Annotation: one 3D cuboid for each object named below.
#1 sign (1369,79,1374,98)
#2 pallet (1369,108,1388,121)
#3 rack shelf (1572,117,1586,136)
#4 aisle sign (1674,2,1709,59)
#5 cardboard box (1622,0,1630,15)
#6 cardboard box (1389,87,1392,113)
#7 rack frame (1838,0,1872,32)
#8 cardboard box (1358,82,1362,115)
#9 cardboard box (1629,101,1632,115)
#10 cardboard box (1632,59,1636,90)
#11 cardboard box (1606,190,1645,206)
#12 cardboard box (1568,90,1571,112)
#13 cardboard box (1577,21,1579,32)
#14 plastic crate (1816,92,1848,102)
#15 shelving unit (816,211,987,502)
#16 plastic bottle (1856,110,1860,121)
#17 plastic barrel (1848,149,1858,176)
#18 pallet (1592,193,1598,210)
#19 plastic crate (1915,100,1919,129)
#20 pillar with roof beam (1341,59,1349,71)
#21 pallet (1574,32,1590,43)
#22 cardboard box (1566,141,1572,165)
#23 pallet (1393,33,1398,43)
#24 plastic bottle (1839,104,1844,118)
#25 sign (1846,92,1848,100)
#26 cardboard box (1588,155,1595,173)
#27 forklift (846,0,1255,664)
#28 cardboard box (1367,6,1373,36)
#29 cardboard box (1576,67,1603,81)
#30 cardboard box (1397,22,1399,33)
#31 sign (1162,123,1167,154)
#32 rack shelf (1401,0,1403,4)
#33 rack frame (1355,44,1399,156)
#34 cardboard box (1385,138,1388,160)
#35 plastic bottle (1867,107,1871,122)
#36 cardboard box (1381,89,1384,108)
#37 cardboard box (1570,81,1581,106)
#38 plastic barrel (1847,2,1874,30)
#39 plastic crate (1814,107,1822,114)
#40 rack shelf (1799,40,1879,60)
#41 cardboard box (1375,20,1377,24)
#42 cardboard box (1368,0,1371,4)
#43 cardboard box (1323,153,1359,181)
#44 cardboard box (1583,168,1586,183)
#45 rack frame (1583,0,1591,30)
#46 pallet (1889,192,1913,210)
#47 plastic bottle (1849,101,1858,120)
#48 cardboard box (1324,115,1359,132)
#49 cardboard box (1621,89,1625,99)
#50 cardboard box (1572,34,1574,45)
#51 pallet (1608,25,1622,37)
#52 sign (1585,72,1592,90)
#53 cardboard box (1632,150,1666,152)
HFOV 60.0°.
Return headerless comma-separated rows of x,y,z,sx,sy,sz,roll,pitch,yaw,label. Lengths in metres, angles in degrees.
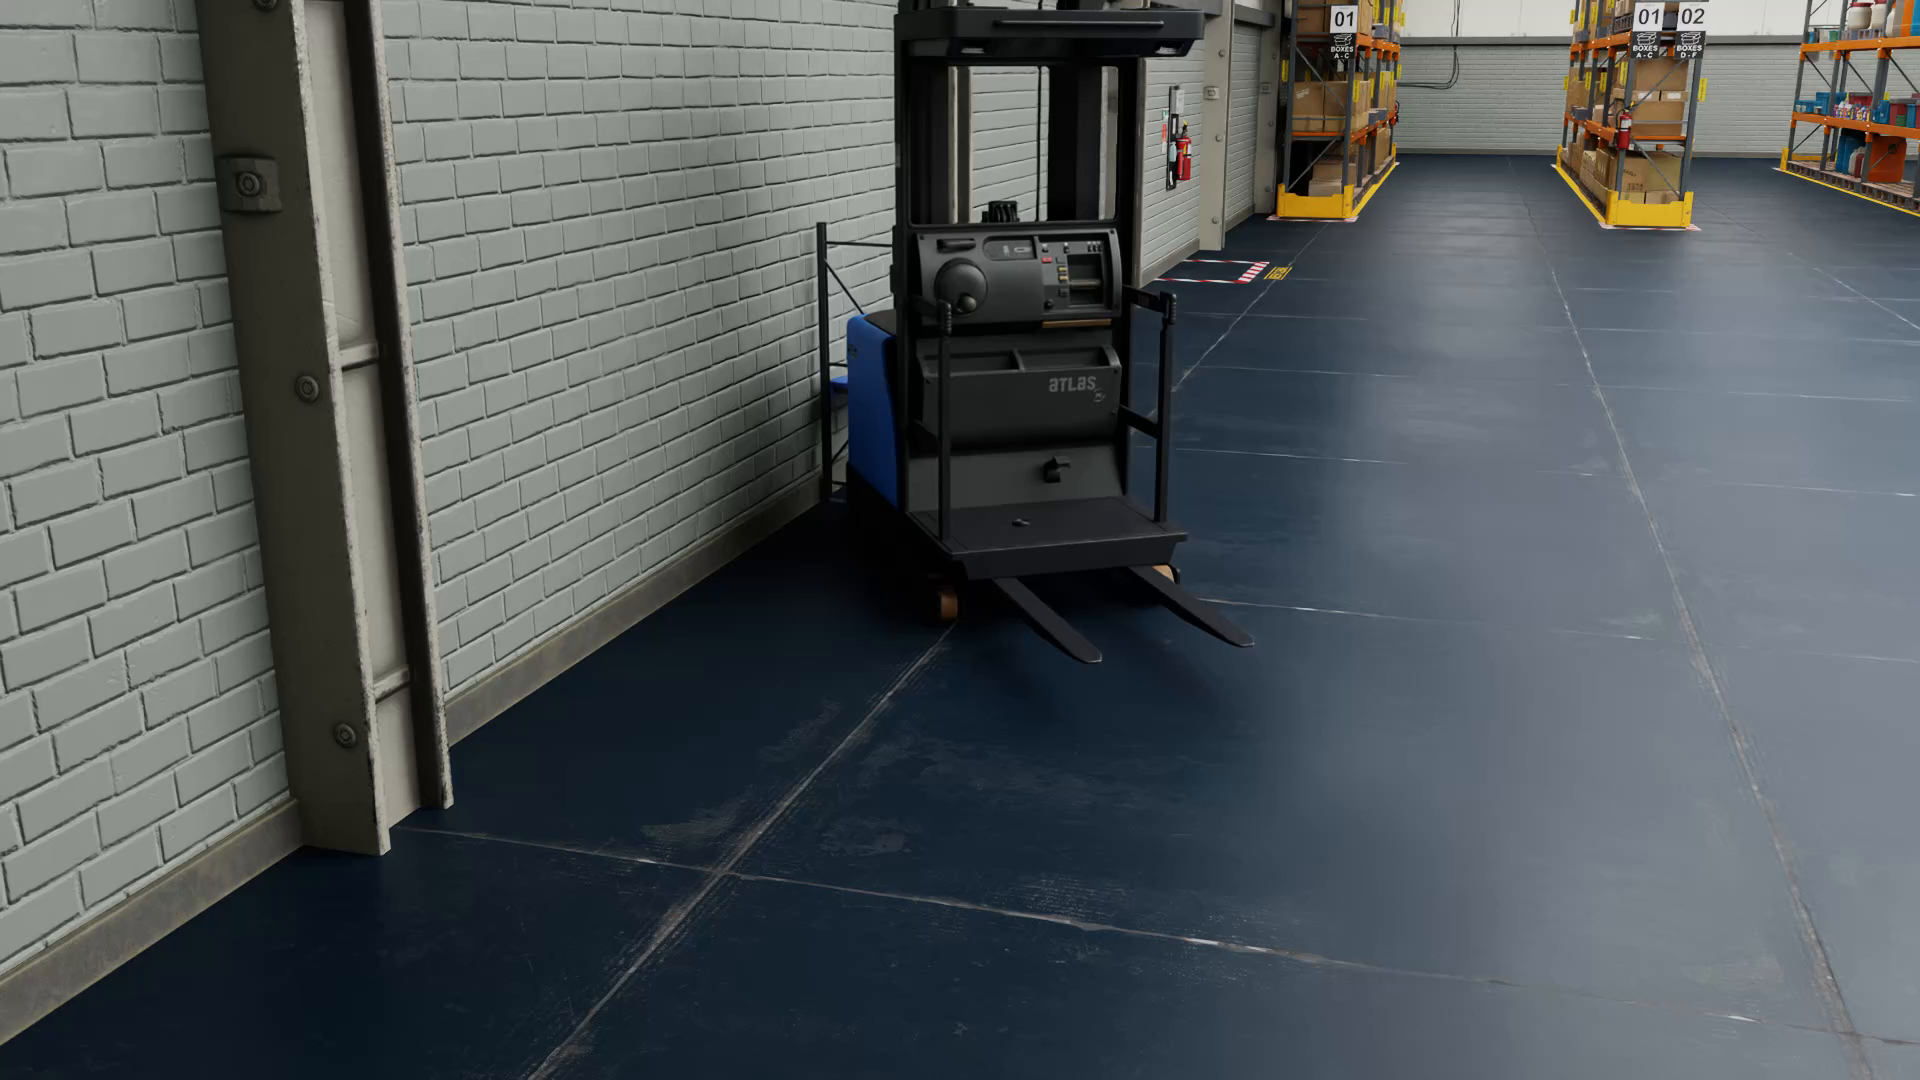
7.280,-8.010,29.487,0.100,0.325,0.005,5,16,16,sign
7.794,-8.394,32.776,1.213,0.211,1.003,5,16,16,pallet
13.214,-8.474,34.028,1.077,0.370,4.000,5,16,16,rack shelf
10.647,-7.414,24.207,0.394,0.787,0.004,5,16,16,aisle sign
10.604,-8.341,25.880,0.500,0.311,0.500,7,17,22,cardboard box
9.414,-10.203,38.253,0.980,0.700,0.700,4,16,14,cardboard box
18.530,-11.845,33.599,1.000,3.000,0.127,5,16,16,rack frame
6.195,-7.116,26.784,0.500,0.500,0.500,5,16,16,cardboard box
10.661,-6.511,25.606,0.700,0.500,0.500,5,17,17,cardboard box
10.676,-7.150,25.478,0.700,0.500,0.500,4,16,14,cardboard box
10.241,-5.247,25.600,0.500,0.250,0.500,5,16,16,cardboard box
14.253,-10.076,38.174,0.500,0.500,0.500,5,16,16,cardboard box
14.092,-11.495,37.223,0.500,0.250,0.500,5,16,16,cardboard box
19.751,-9.949,37.734,0.616,0.435,0.499,5,16,16,plastic crate
-0.289,-1.036,9.233,0.538,1.500,1.048,8,18,26,shelving unit
17.409,-8.223,32.188,0.097,0.201,0.097,0,16,0,plastic bottle
17.912,-7.497,33.053,0.421,0.512,0.421,0,16,0,plastic barrel
11.242,-5.705,28.054,1.003,0.211,1.213,5,16,16,pallet
16.101,-7.047,27.560,0.402,0.464,0.583,5,16,16,plastic crate
14.234,-14.099,41.547,9.100,9.000,0.400,5,16,16,pillar with roof beam
13.529,-10.531,34.809,1.213,0.211,1.003,5,16,16,pallet
13.672,-8.524,36.659,0.500,0.500,0.500,5,16,16,cardboard box
9.623,-11.659,38.602,1.003,0.211,1.213,5,16,16,pallet
17.870,-8.681,33.675,0.097,0.271,0.097,0,16,0,plastic bottle
20.199,-10.045,37.949,0.100,0.325,0.005,5,16,16,sign
11.635,-6.795,30.031,0.500,0.311,0.500,5,16,16,cardboard box
0.329,-1.177,7.108,1.130,2.935,3.031,-5,17,-16,forklift
6.851,-8.983,28.785,0.500,0.500,0.500,5,17,17,cardboard box
13.678,-10.025,36.162,0.500,0.500,0.500,5,17,16,cardboard box
9.925,-11.910,38.646,0.500,0.250,0.500,4,16,14,cardboard box
2.291,-4.505,18.650,0.001,0.329,0.234,5,16,16,sign
9.600,-12.598,38.305,1.077,0.370,4.000,5,16,16,rack shelf
10.168,-10.773,40.815,1.000,3.000,0.127,5,16,16,rack frame
9.636,-9.179,39.007,0.700,0.500,0.500,5,17,17,cardboard box
17.099,-7.995,31.234,0.061,0.283,0.133,5,16,16,plastic bottle
8.436,-9.125,34.238,0.500,0.500,0.500,5,17,18,cardboard box
13.433,-9.487,35.328,0.700,0.500,0.500,-1,16,-3,cardboard box
18.140,-10.551,33.515,0.433,0.535,0.433,0,16,0,plastic barrel
18.737,-9.340,36.134,0.293,0.136,0.466,5,16,16,plastic crate
19.098,-10.579,35.951,1.077,0.370,4.000,5,16,16,rack shelf
8.247,-10.801,34.426,0.700,0.500,0.500,6,17,19,cardboard box
6.592,-9.182,27.655,0.500,0.500,0.500,4,16,14,cardboard box
7.234,-7.106,31.661,0.700,0.500,0.500,5,17,17,cardboard box
11.931,-6.794,31.056,0.500,0.250,0.500,4,16,14,cardboard box
13.782,-12.230,34.956,1.000,3.000,0.127,5,16,16,rack frame
16.443,-5.733,28.154,1.003,0.211,1.213,5,16,16,pallet
17.600,-8.448,32.707,0.144,0.351,0.185,5,16,16,plastic bottle
6.064,-6.628,26.438,0.500,0.250,0.500,4,16,14,cardboard box
10.736,-7.085,26.440,0.380,0.149,0.250,4,16,15,cardboard box
14.529,-11.647,38.671,0.500,0.250,0.500,5,16,16,cardboard box
11.747,-8.834,28.830,0.805,0.209,1.217,4,16,14,pallet
12.122,-8.856,32.078,0.100,0.325,0.005,5,16,16,sign
11.433,-6.223,27.666,0.500,0.500,0.500,5,16,16,cardboard box
